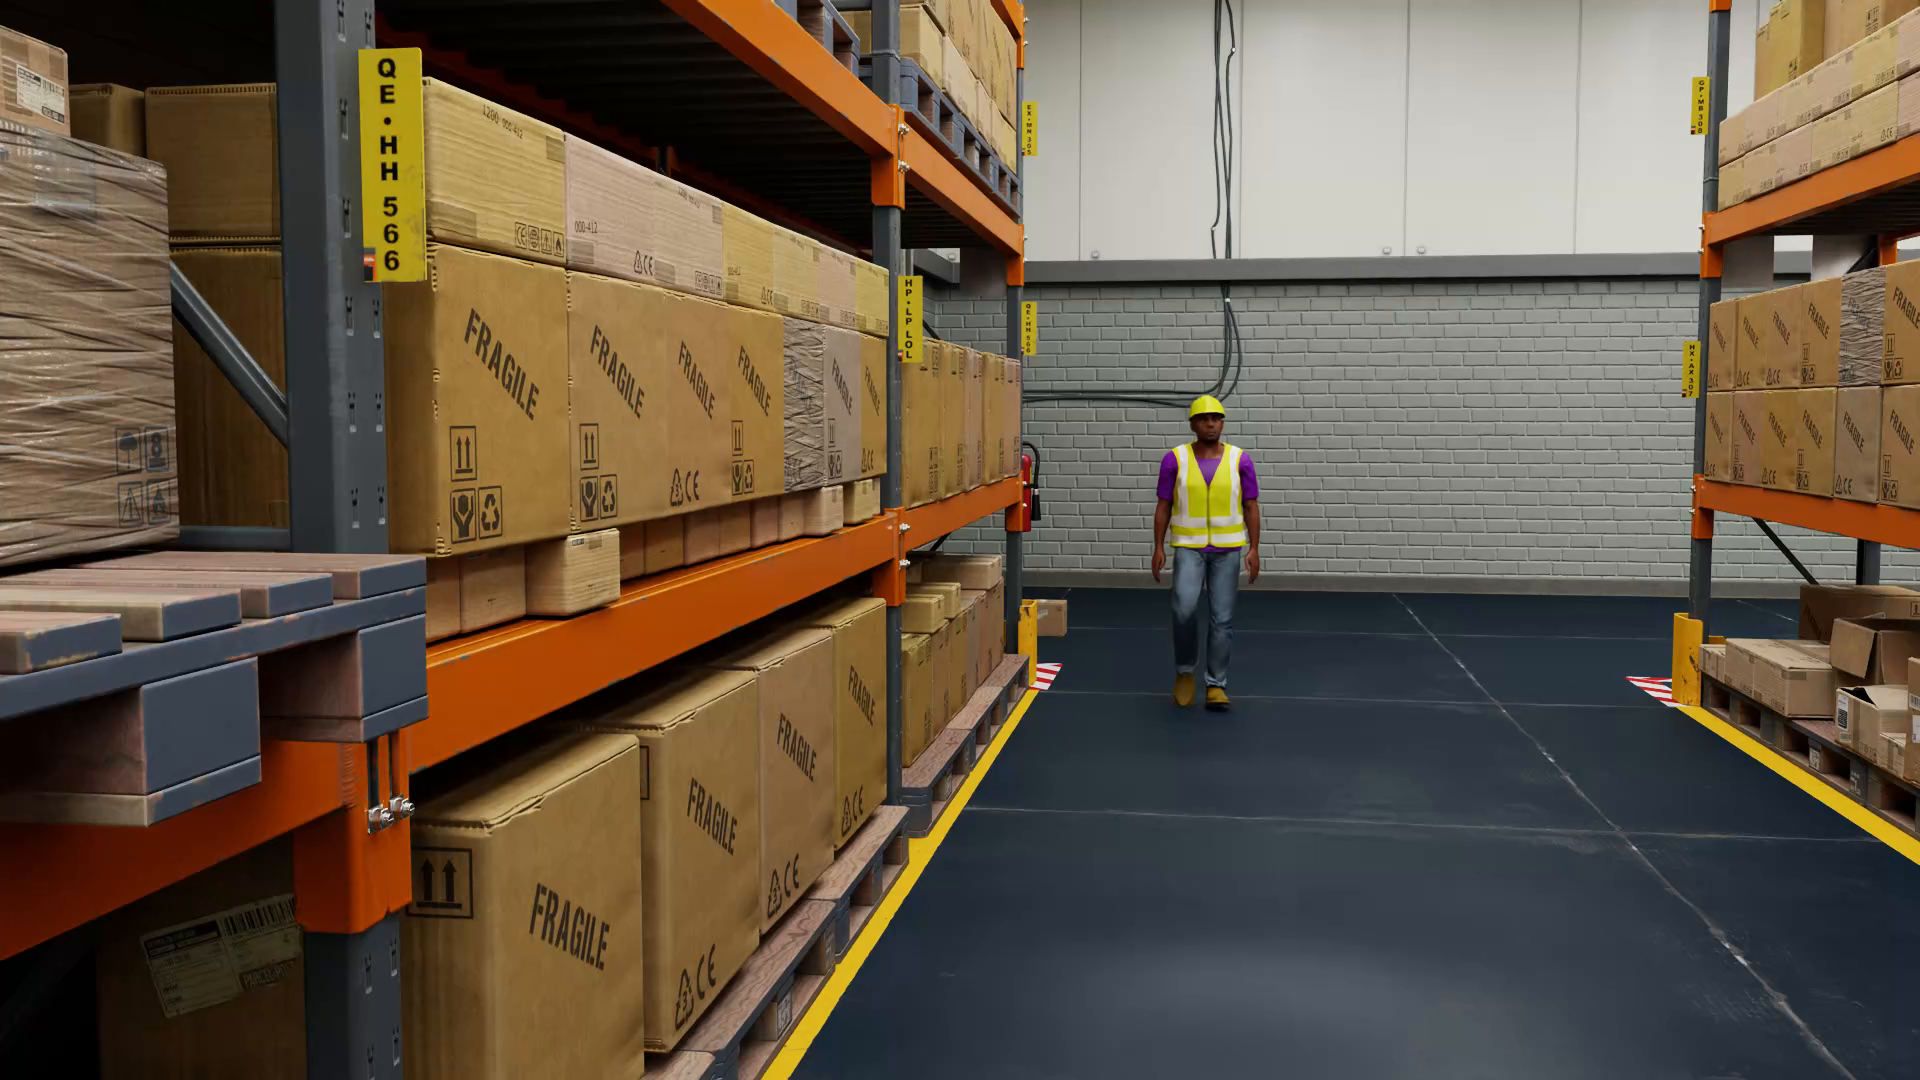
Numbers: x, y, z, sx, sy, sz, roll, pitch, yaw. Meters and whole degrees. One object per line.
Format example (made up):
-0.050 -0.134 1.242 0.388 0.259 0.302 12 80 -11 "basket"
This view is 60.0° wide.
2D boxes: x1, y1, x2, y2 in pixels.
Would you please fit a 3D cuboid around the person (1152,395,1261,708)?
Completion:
1.398 0.082 9.411 0.609 1.799 0.441 0 4 3 "person"
